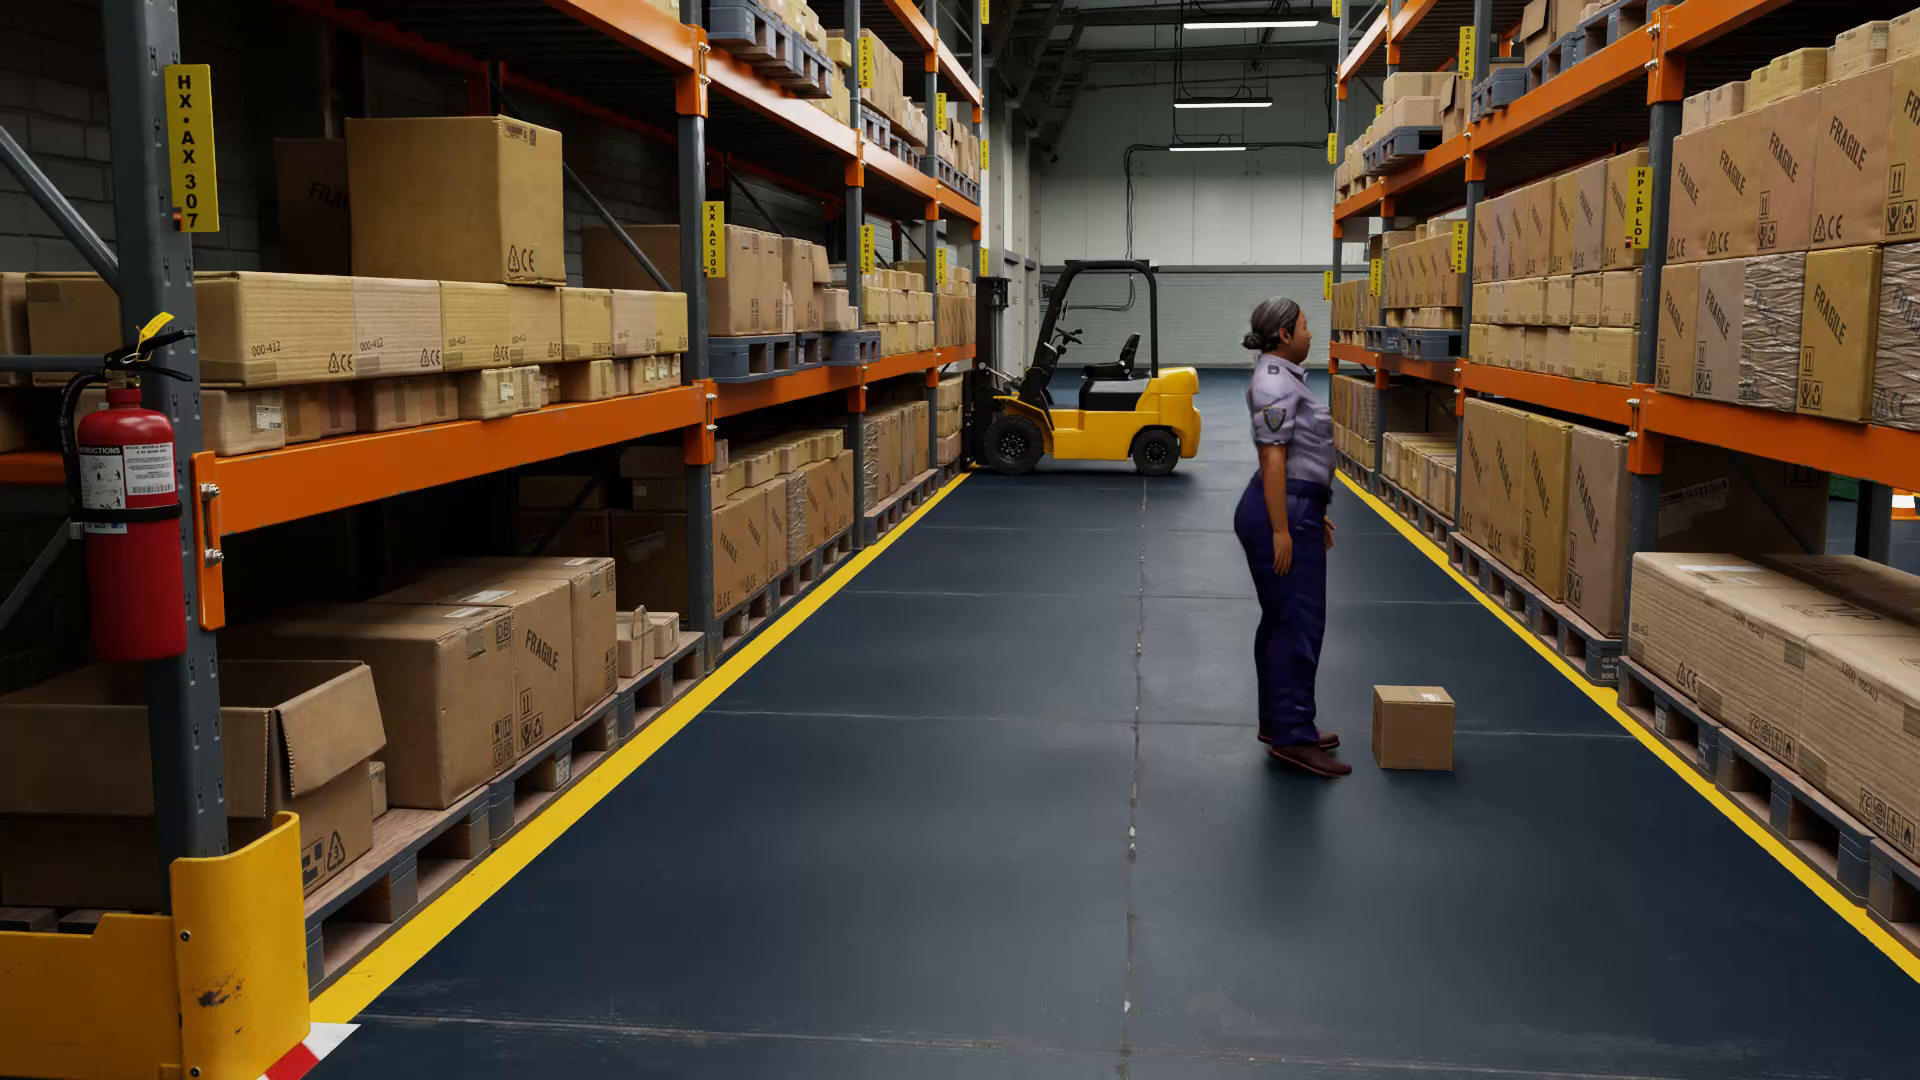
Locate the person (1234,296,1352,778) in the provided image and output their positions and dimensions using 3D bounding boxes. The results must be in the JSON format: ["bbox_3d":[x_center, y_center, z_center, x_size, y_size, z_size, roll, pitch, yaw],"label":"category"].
[{"bbox_3d":[1.202,-0.024,5.984,0.417,1.689,0.526,1,8,6],"label":"person"}]
